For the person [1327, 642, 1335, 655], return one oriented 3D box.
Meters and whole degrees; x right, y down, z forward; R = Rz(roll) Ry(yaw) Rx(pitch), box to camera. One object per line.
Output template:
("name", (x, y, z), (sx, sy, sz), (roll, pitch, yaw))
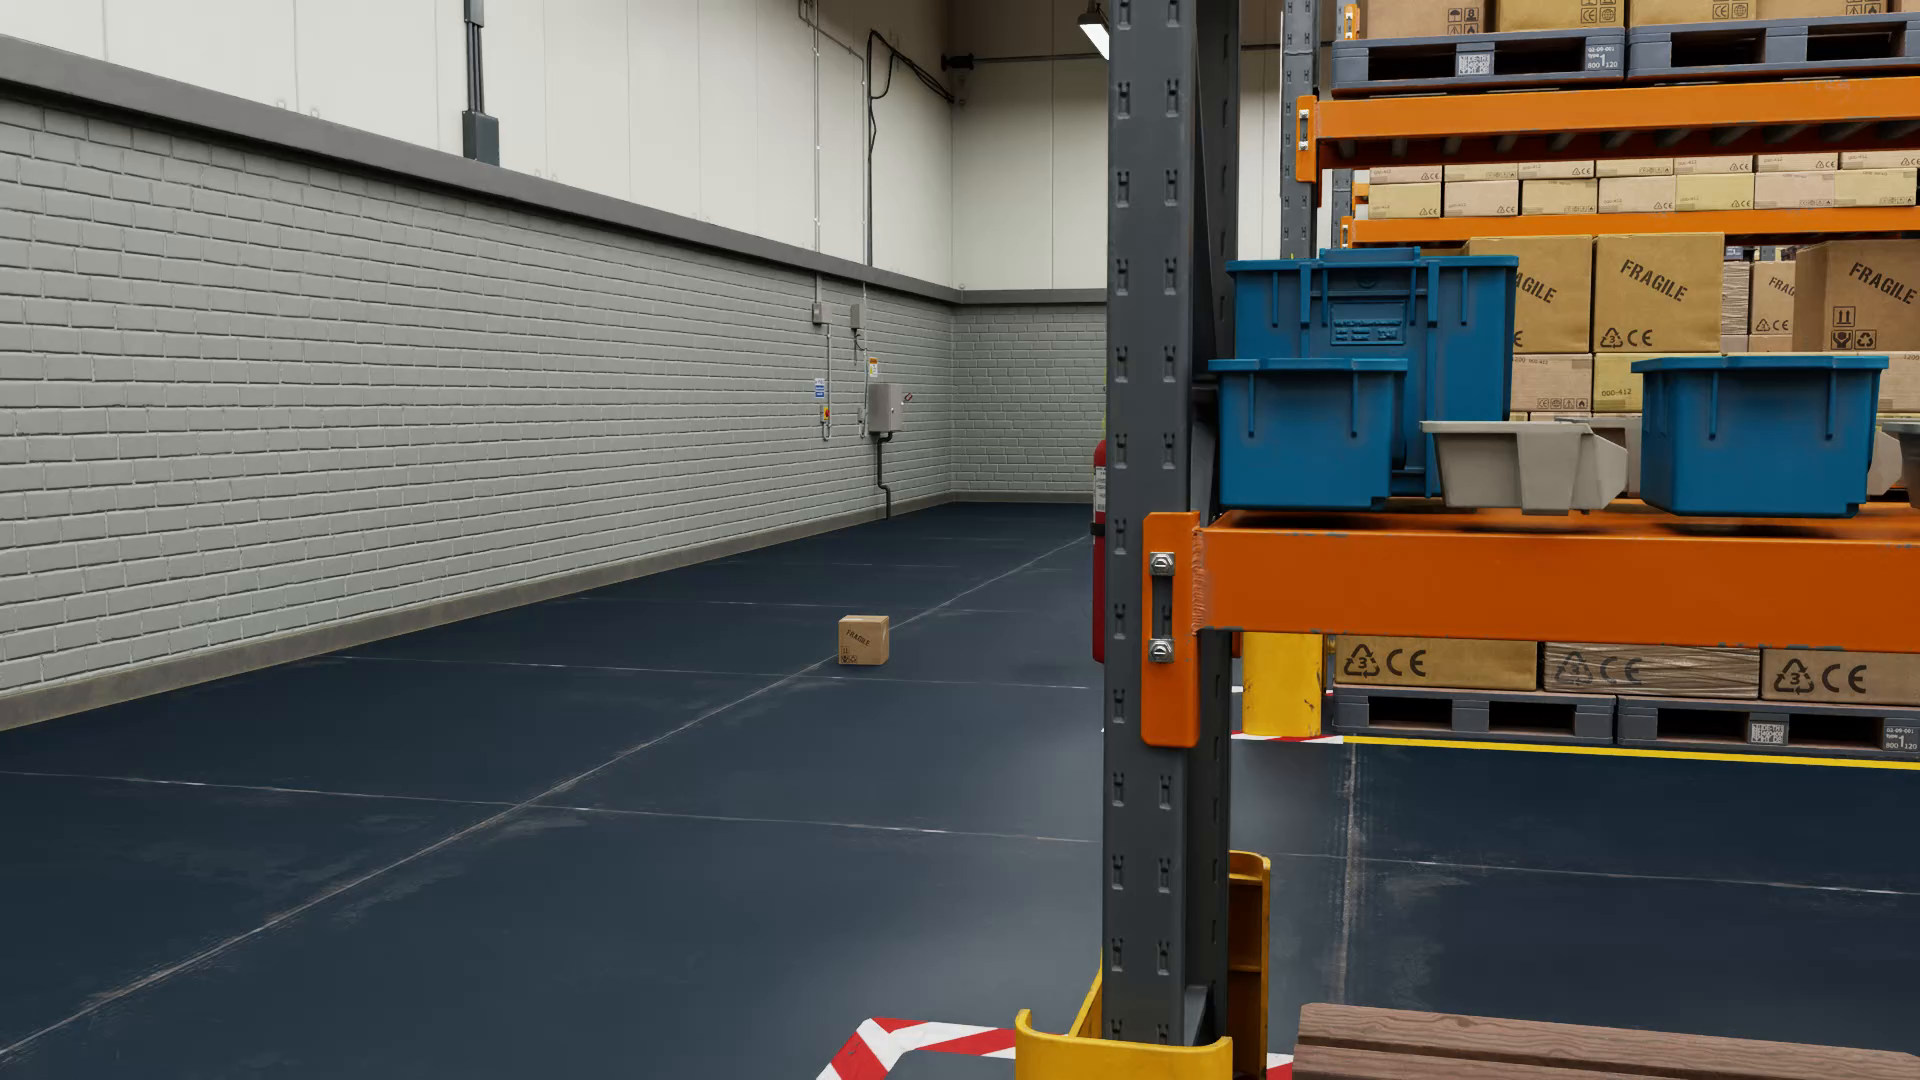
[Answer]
("person", (1.998, -0.204, 9.526), (0.540, 1.757, 0.591), (0, 5, -4))
